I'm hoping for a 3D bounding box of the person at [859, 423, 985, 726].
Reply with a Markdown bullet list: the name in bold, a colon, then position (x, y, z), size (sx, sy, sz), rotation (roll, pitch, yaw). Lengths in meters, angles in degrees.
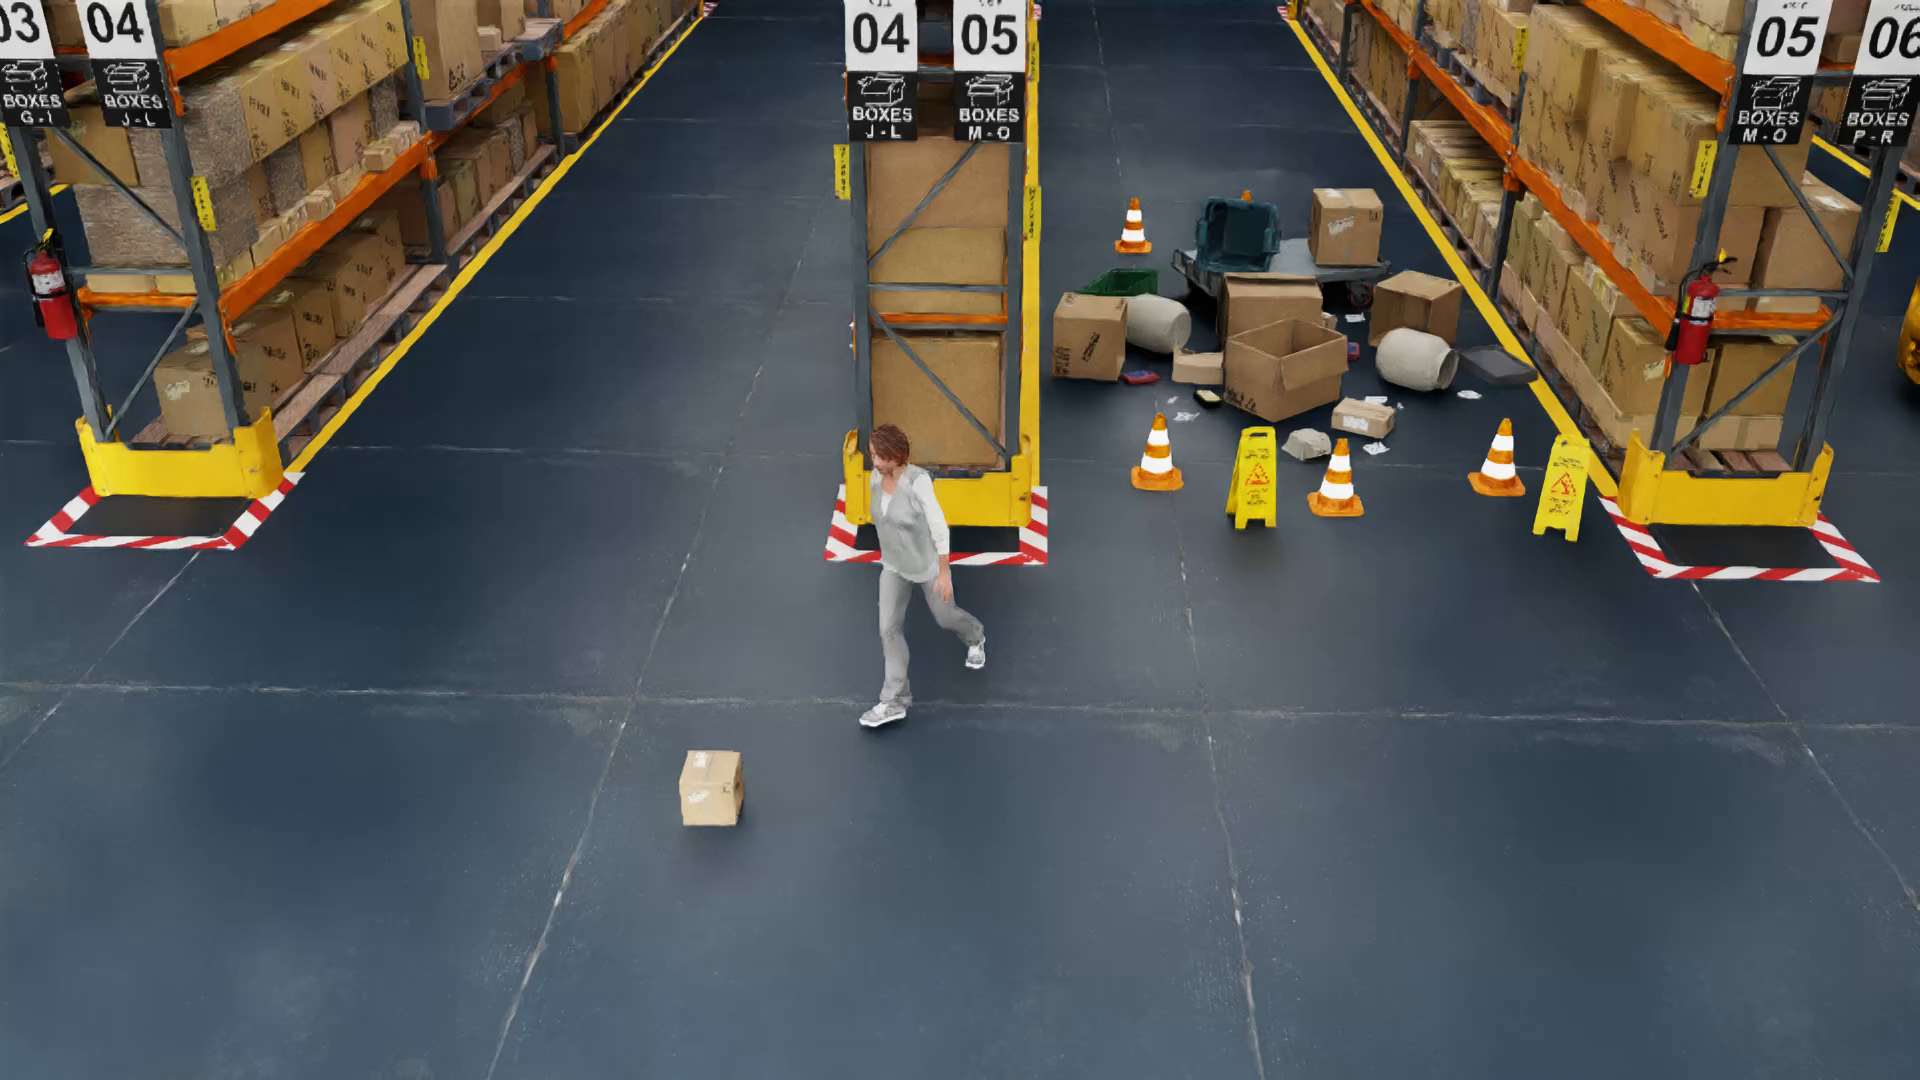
- **person**: position (-0.205, 0.122, 8.425), size (0.504, 1.541, 0.920), rotation (22, 35, 35)
